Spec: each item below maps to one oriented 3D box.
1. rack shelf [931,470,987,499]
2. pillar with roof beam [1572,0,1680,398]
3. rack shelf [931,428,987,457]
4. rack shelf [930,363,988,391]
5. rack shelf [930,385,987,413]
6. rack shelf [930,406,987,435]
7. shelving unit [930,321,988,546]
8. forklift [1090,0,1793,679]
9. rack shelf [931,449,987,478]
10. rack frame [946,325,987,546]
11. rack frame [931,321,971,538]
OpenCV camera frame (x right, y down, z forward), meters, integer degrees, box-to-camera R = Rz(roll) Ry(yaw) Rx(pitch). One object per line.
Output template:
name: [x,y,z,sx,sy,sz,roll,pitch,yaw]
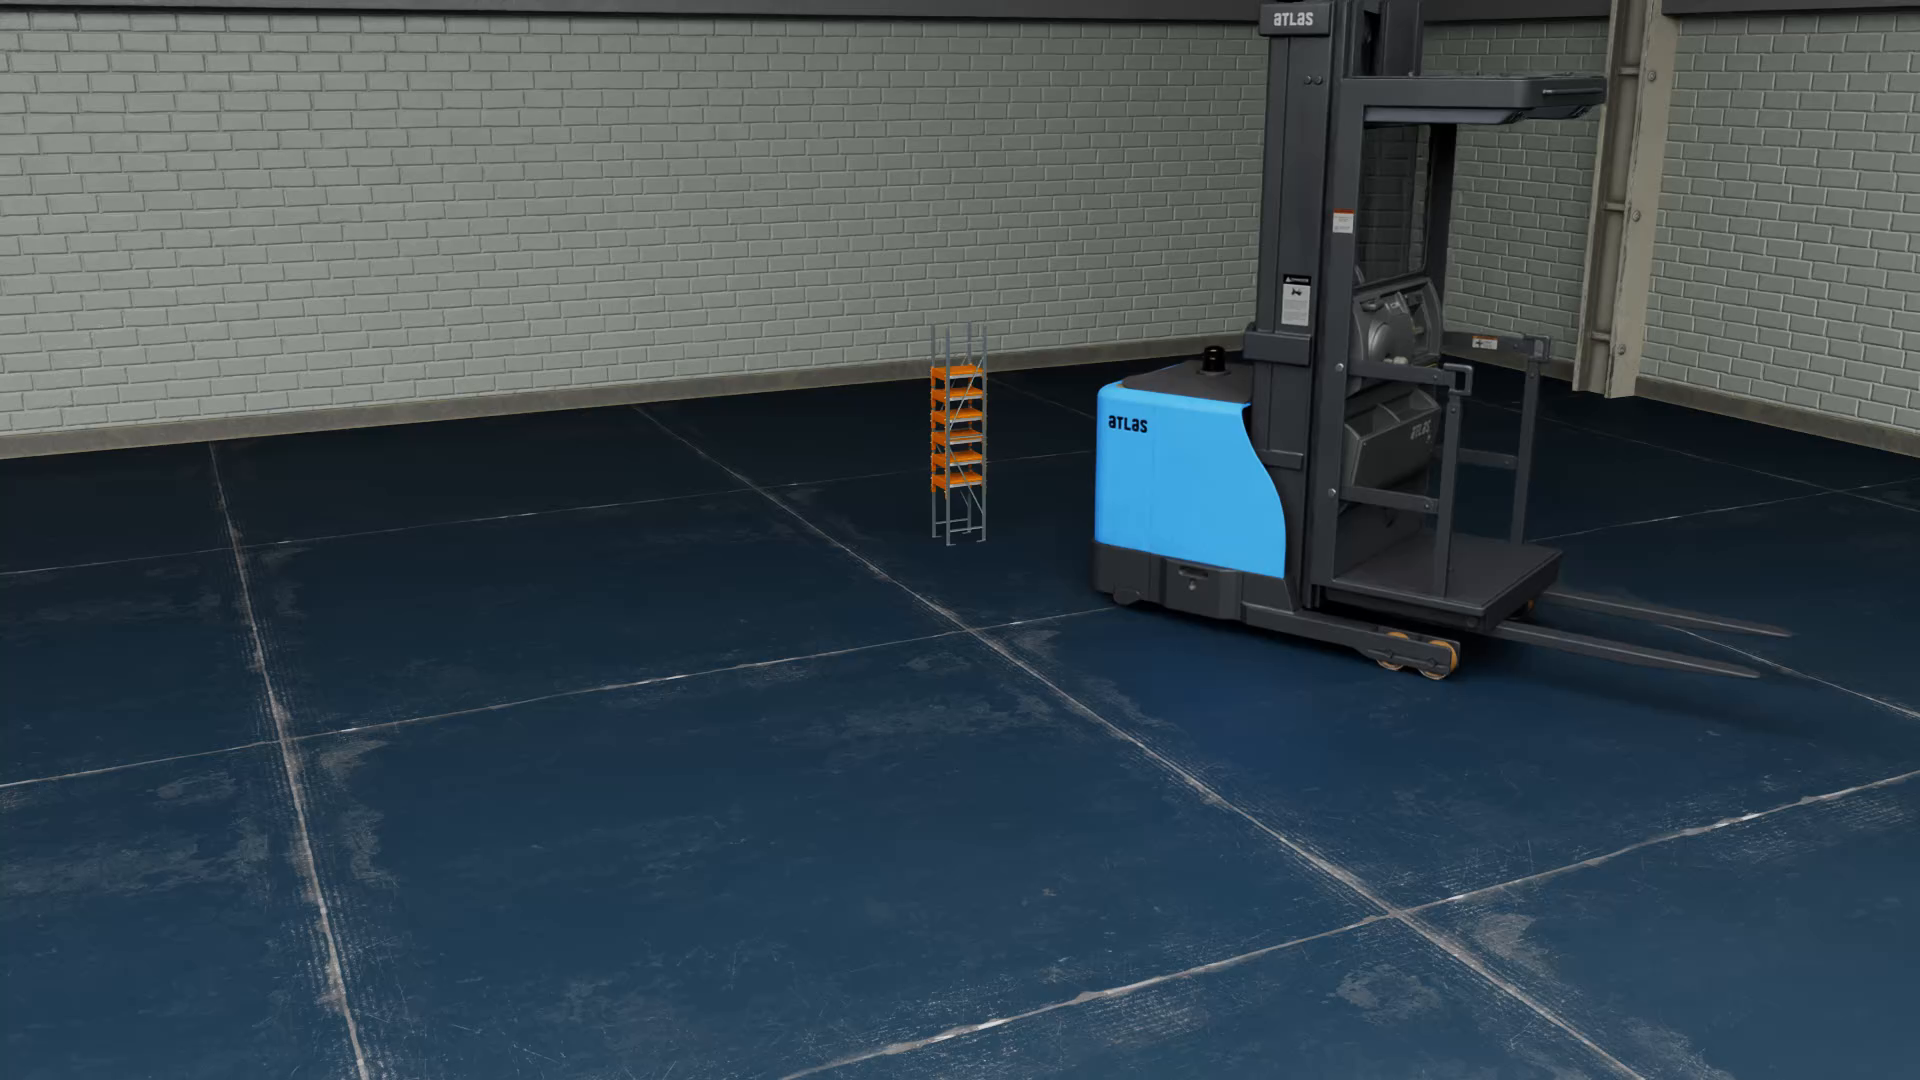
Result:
rack shelf: [-0.006,-0.307,9.176,0.258,0.103,0.180,-8,18,-25]
pillar with roof beam: [1.315,-4.994,10.339,9.100,9.000,0.400,-8,18,-25]
rack shelf: [-0.006,-0.538,9.110,0.258,0.103,0.180,-8,18,-25]
rack shelf: [-0.006,-0.884,9.011,0.258,0.103,0.180,-8,18,-25]
rack shelf: [-0.006,-0.768,9.044,0.258,0.103,0.180,-8,18,-25]
rack shelf: [-0.006,-0.653,9.077,0.258,0.103,0.180,-8,18,-25]
shelving unit: [-0.006,-0.580,9.098,0.258,1.200,0.189,-8,18,-25]
forklift: [2.127,-0.974,7.332,3.031,2.935,1.130,12,20,35]
rack shelf: [-0.006,-0.422,9.143,0.258,0.103,0.180,-8,18,-25]
rack frame: [0.034,-0.558,9.019,0.240,1.200,0.006,-8,18,-25]
rack frame: [-0.046,-0.603,9.177,0.240,1.200,0.006,-8,18,-25]
